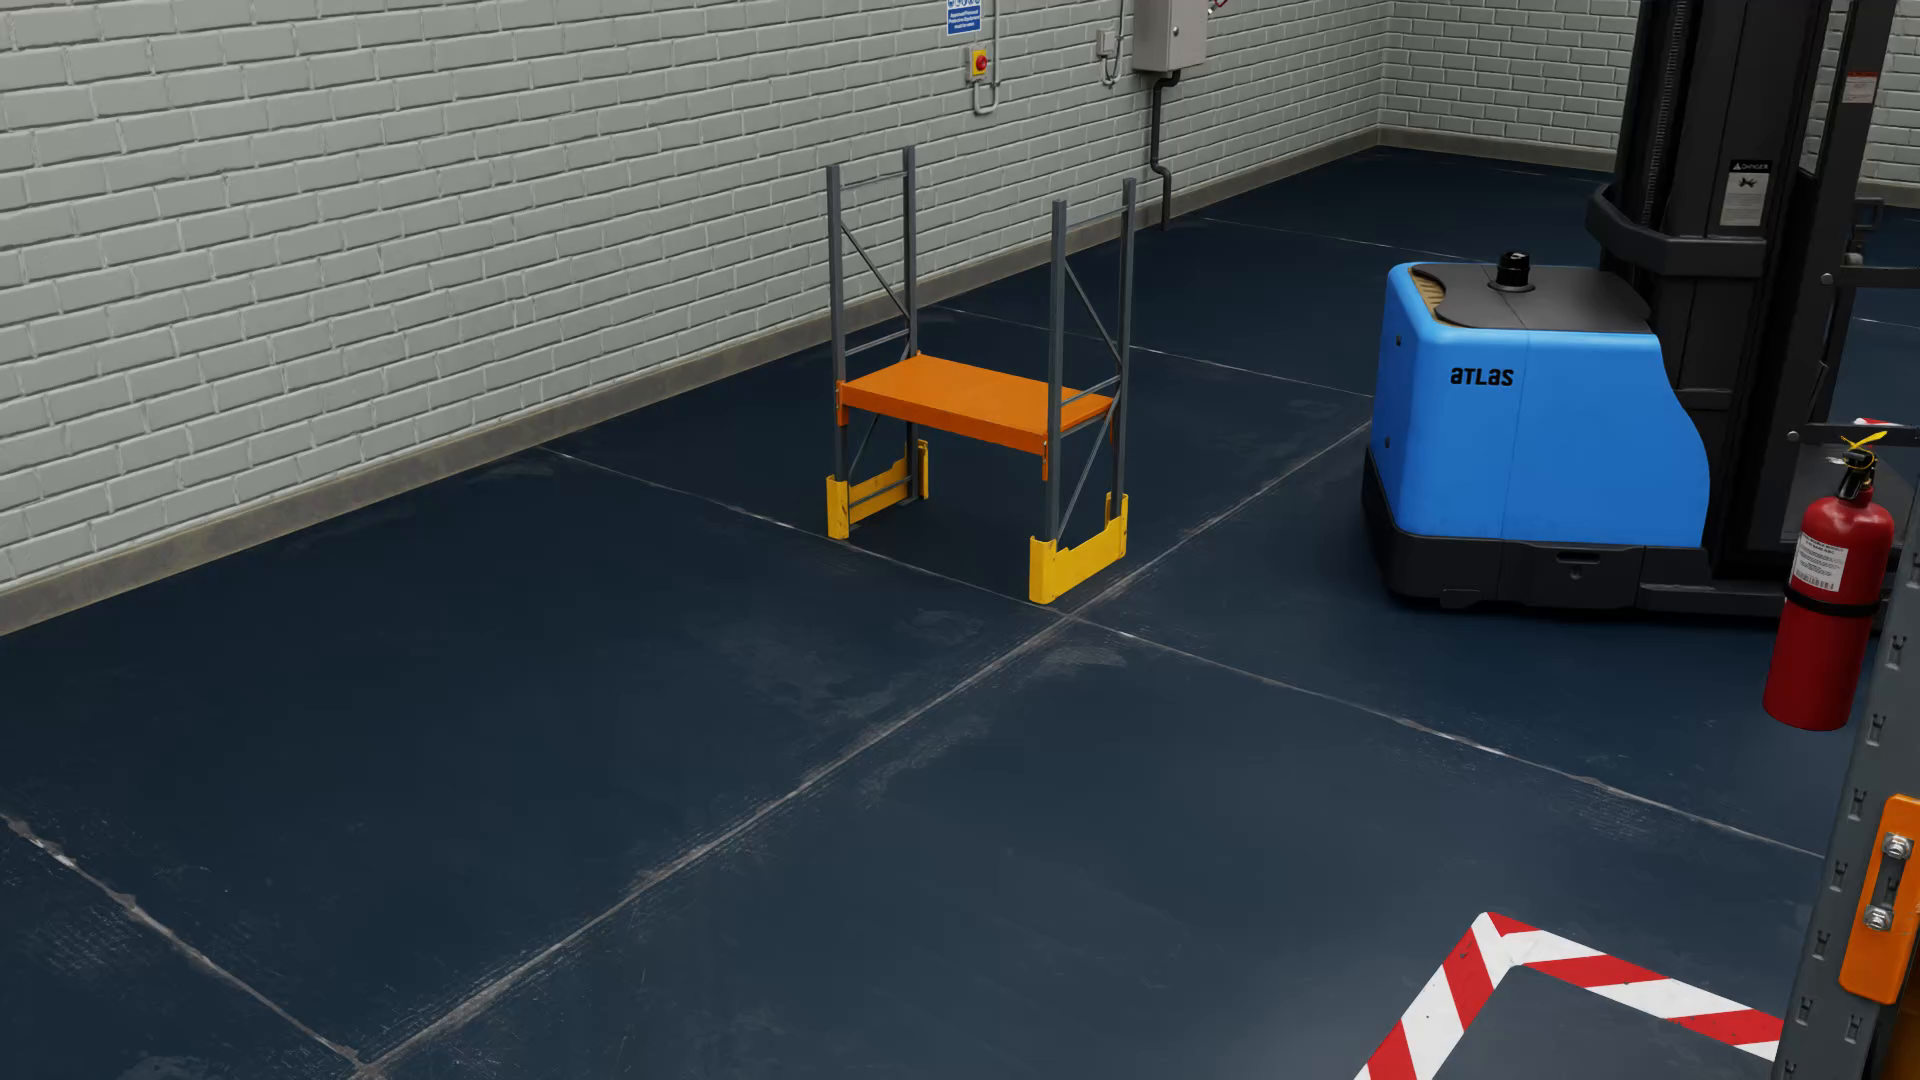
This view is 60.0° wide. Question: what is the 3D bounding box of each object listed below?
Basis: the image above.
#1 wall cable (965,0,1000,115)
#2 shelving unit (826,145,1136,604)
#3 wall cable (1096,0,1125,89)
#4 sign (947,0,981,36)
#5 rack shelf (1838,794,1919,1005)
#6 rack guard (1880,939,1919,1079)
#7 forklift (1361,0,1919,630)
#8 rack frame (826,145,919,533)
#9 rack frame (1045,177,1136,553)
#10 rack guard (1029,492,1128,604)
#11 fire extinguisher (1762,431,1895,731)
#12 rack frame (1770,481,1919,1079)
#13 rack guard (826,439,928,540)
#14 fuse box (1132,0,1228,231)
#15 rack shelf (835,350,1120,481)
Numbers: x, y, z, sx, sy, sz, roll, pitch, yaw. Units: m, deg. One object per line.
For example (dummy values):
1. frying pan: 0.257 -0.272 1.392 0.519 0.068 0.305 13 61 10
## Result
1. wall cable: 0.103 -3.389 9.422 0.123 1.953 0.585 17 29 33
2. shelving unit: 0.061 -0.668 6.406 1.083 1.500 0.587 17 29 33
3. wall cable: 0.944 -3.835 10.473 0.122 1.984 0.588 17 29 33
4. sign: 0.025 -3.032 9.577 0.001 0.218 0.327 17 29 33
5. rack shelf: 3.341 0.881 1.923 4.000 0.370 1.077 17 29 33
6. rack guard: 1.802 1.230 3.338 0.348 0.500 1.175 17 29 33
7. forklift: 3.140 -1.214 5.869 3.031 2.935 1.130 3 24 6
8. rack frame: -0.339 -0.789 6.680 0.032 1.500 0.500 17 29 33
9. rack frame: 0.475 -0.543 6.122 0.032 1.500 0.500 17 29 33
10. rack guard: 0.460 0.024 6.384 0.087 0.250 0.587 17 29 33
11. fire extinguisher: 1.816 0.064 3.442 0.183 0.674 0.296 17 29 33
12. rack frame: 1.739 0.069 2.873 0.053 2.616 0.949 17 29 33
13. rack guard: -0.337 -0.216 6.931 0.087 0.250 0.587 17 29 33
14. fuse box: 1.479 -2.962 11.351 0.414 1.711 0.539 17 29 33
15. rack shelf: 0.068 -0.501 6.473 1.000 0.185 0.538 17 29 33
